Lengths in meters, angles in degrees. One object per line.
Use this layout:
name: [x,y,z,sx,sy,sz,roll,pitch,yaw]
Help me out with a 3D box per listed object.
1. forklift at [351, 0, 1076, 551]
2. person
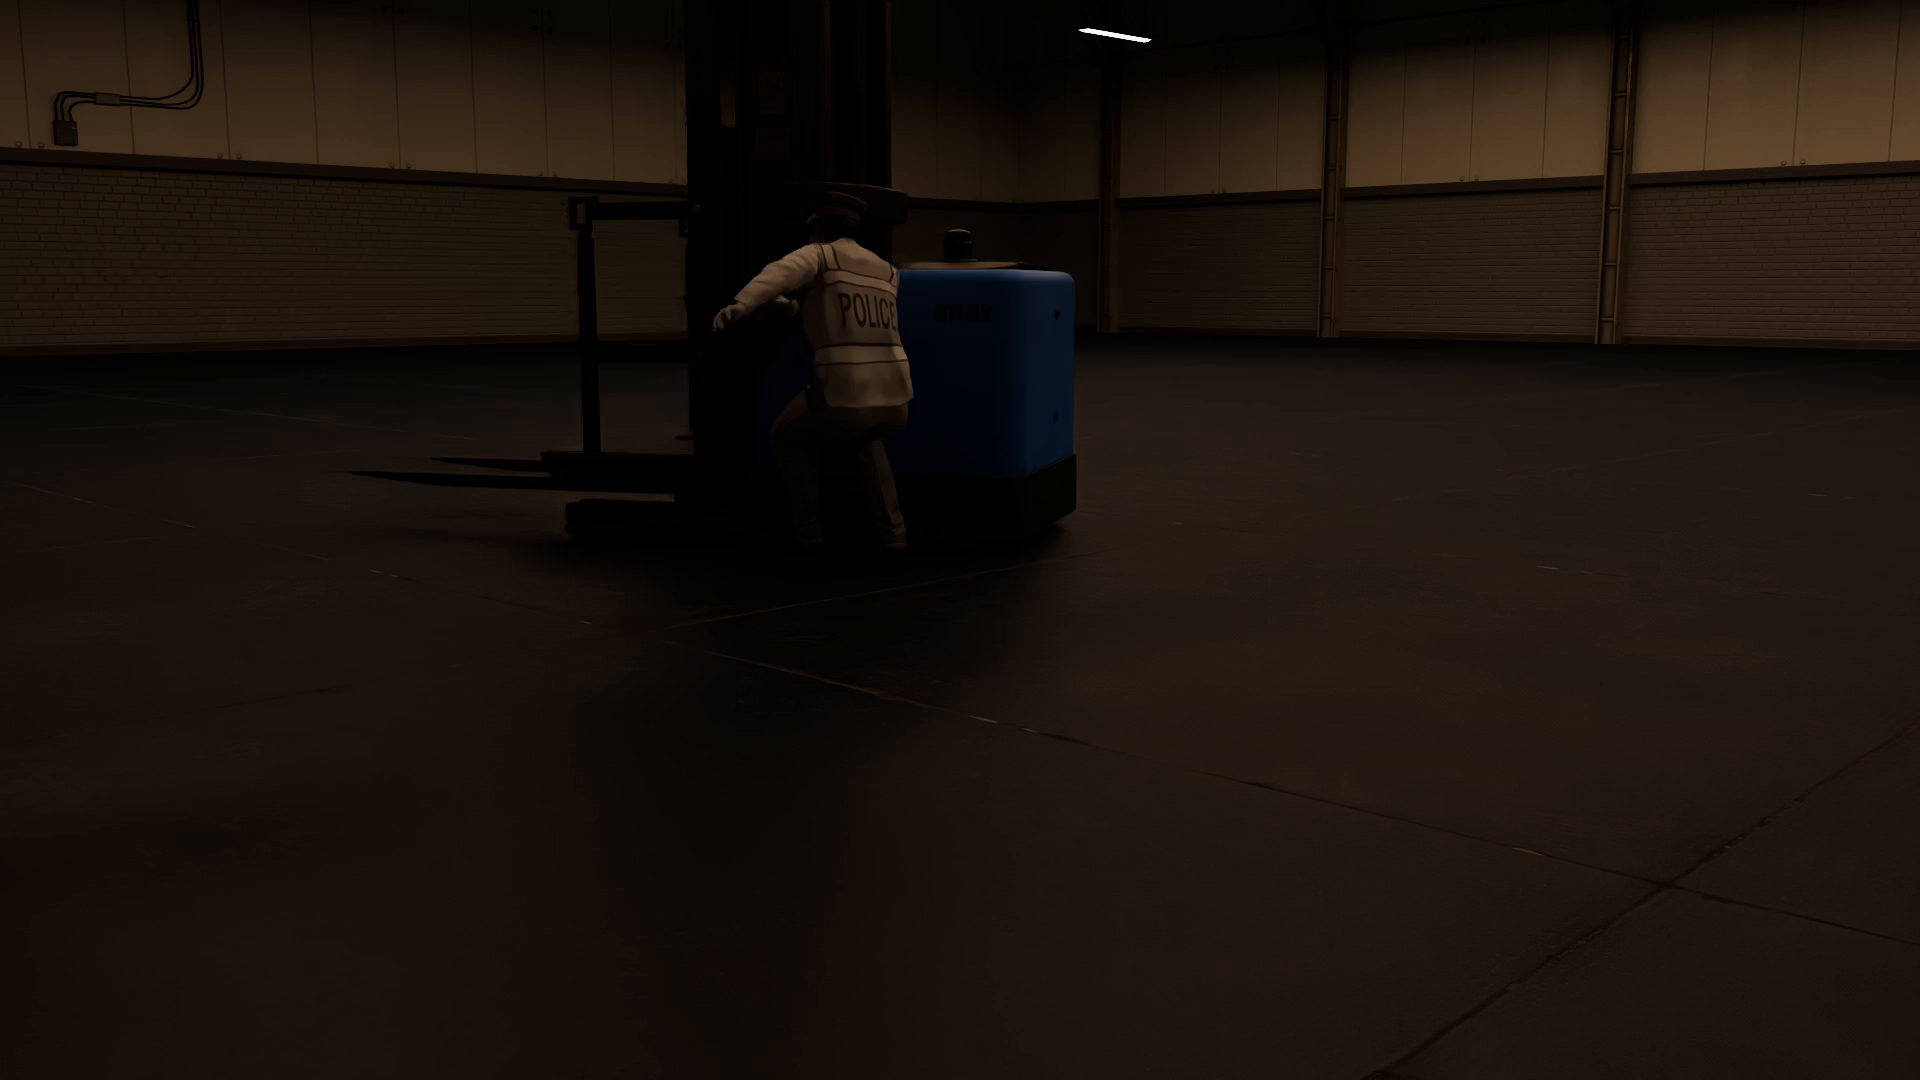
forklift: [-1.081,-1.508,6.887,3.031,2.935,1.130,2,9,16]
person: [-0.575,-0.534,5.903,1.116,1.384,0.888,-6,11,-36]
